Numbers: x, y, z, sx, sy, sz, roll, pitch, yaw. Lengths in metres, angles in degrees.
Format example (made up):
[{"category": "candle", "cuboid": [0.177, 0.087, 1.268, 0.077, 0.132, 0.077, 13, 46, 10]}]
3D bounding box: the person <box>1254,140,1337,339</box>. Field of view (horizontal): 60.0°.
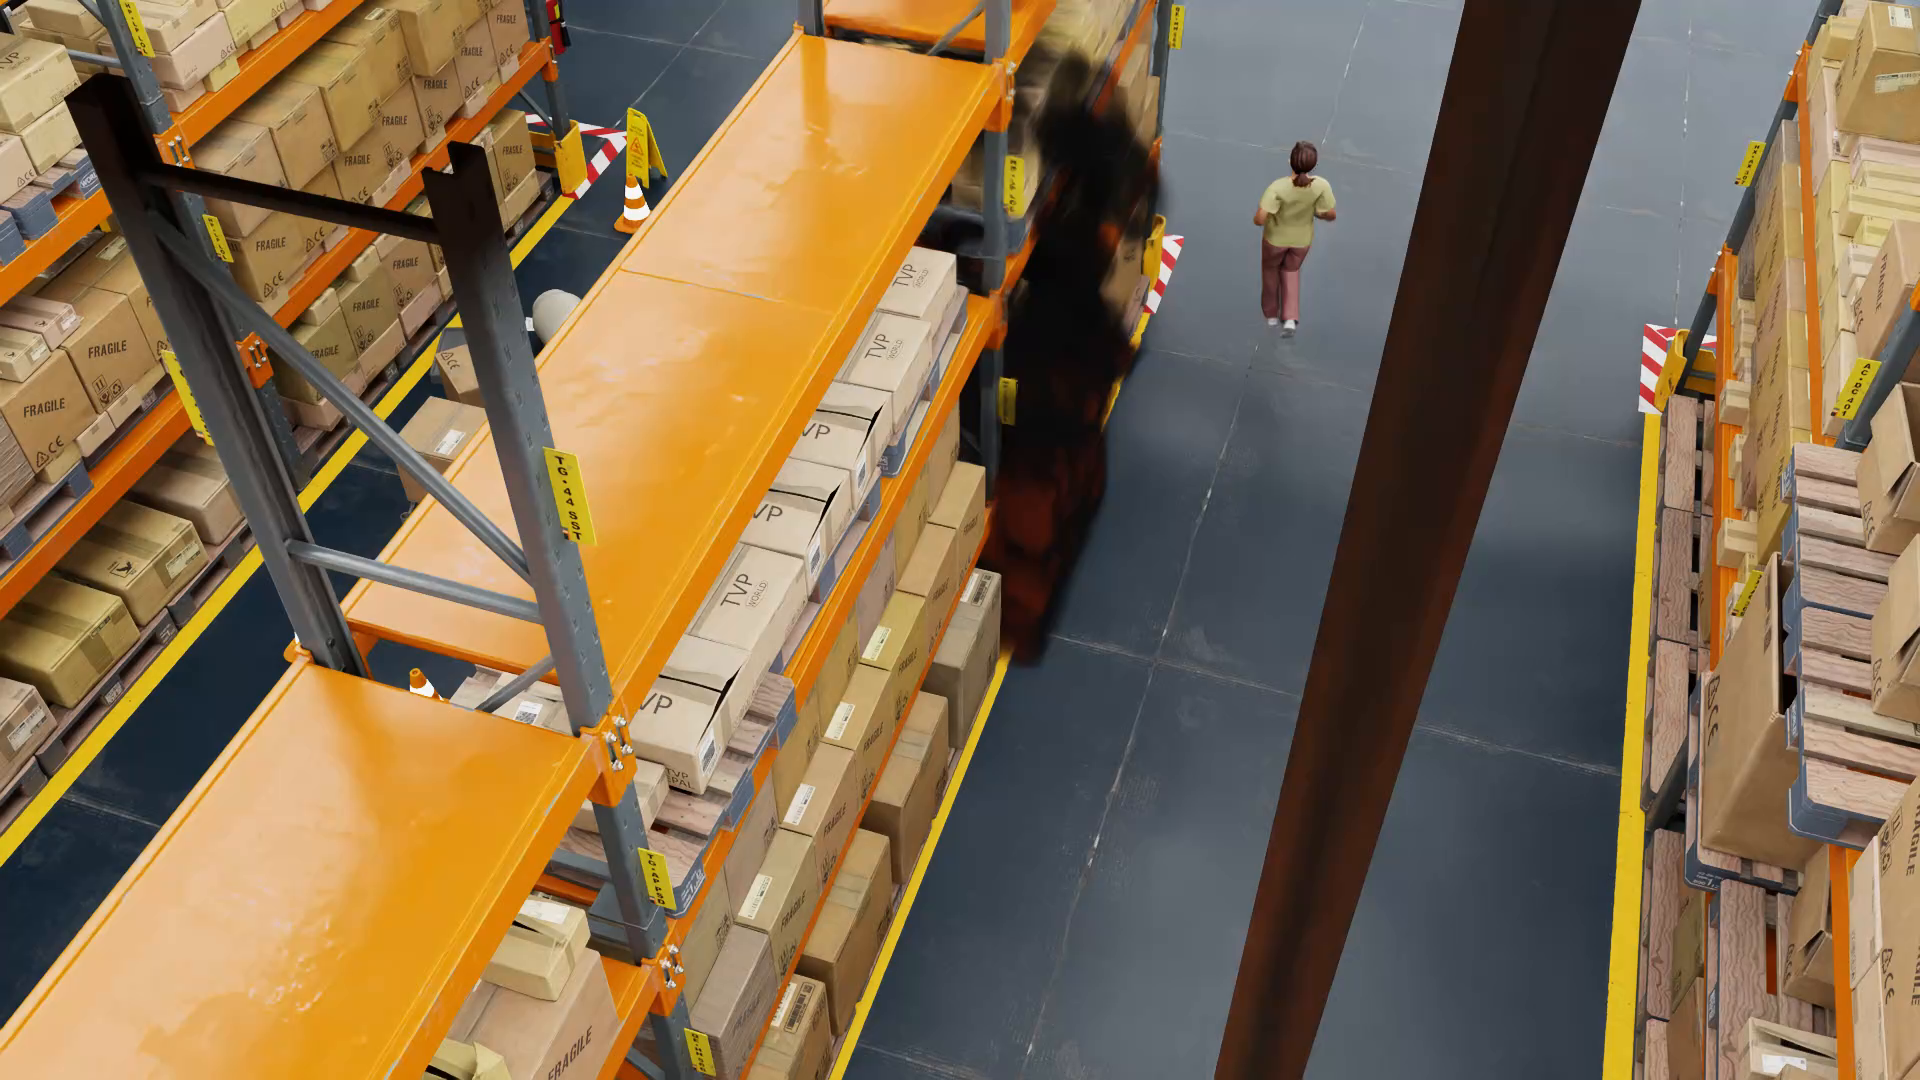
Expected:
[{"category": "person", "cuboid": [2.290, -2.119, 11.655, 0.578, 1.637, 0.690, 0, 46, 0]}]
